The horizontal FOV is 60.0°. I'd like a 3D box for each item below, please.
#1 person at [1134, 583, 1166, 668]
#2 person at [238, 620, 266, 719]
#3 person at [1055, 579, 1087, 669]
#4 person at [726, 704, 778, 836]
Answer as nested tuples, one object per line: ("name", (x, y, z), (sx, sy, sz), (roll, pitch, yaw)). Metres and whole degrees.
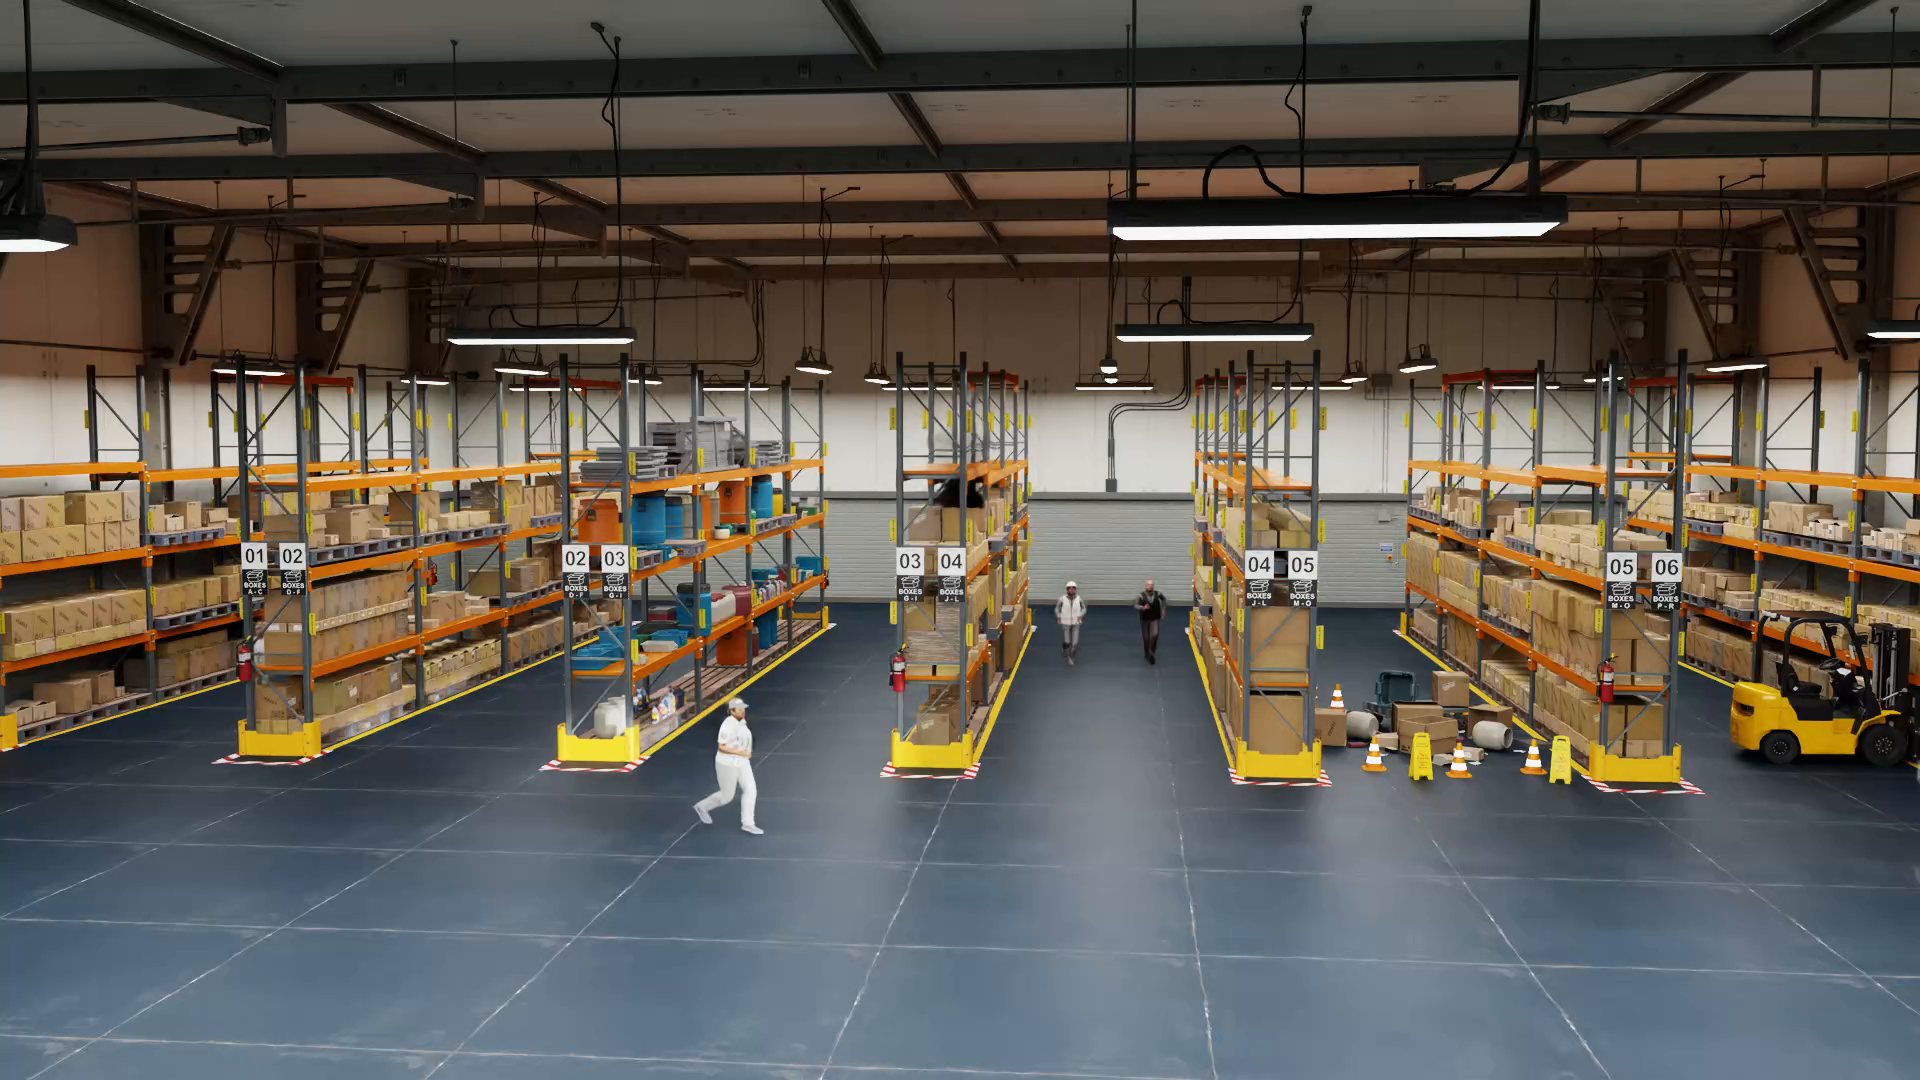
("person", (3.916, 1.732, 34.239), (0.683, 1.714, 0.898), (0, 4, -2))
("person", (-11.783, 2.189, 27.755), (0.576, 1.740, 0.719), (-1, 4, -15))
("person", (2.269, 1.714, 33.910), (0.623, 1.822, 0.742), (0, 4, -2))
("person", (-2.505, 2.777, 20.072), (0.583, 1.616, 0.595), (2, 5, 26))
